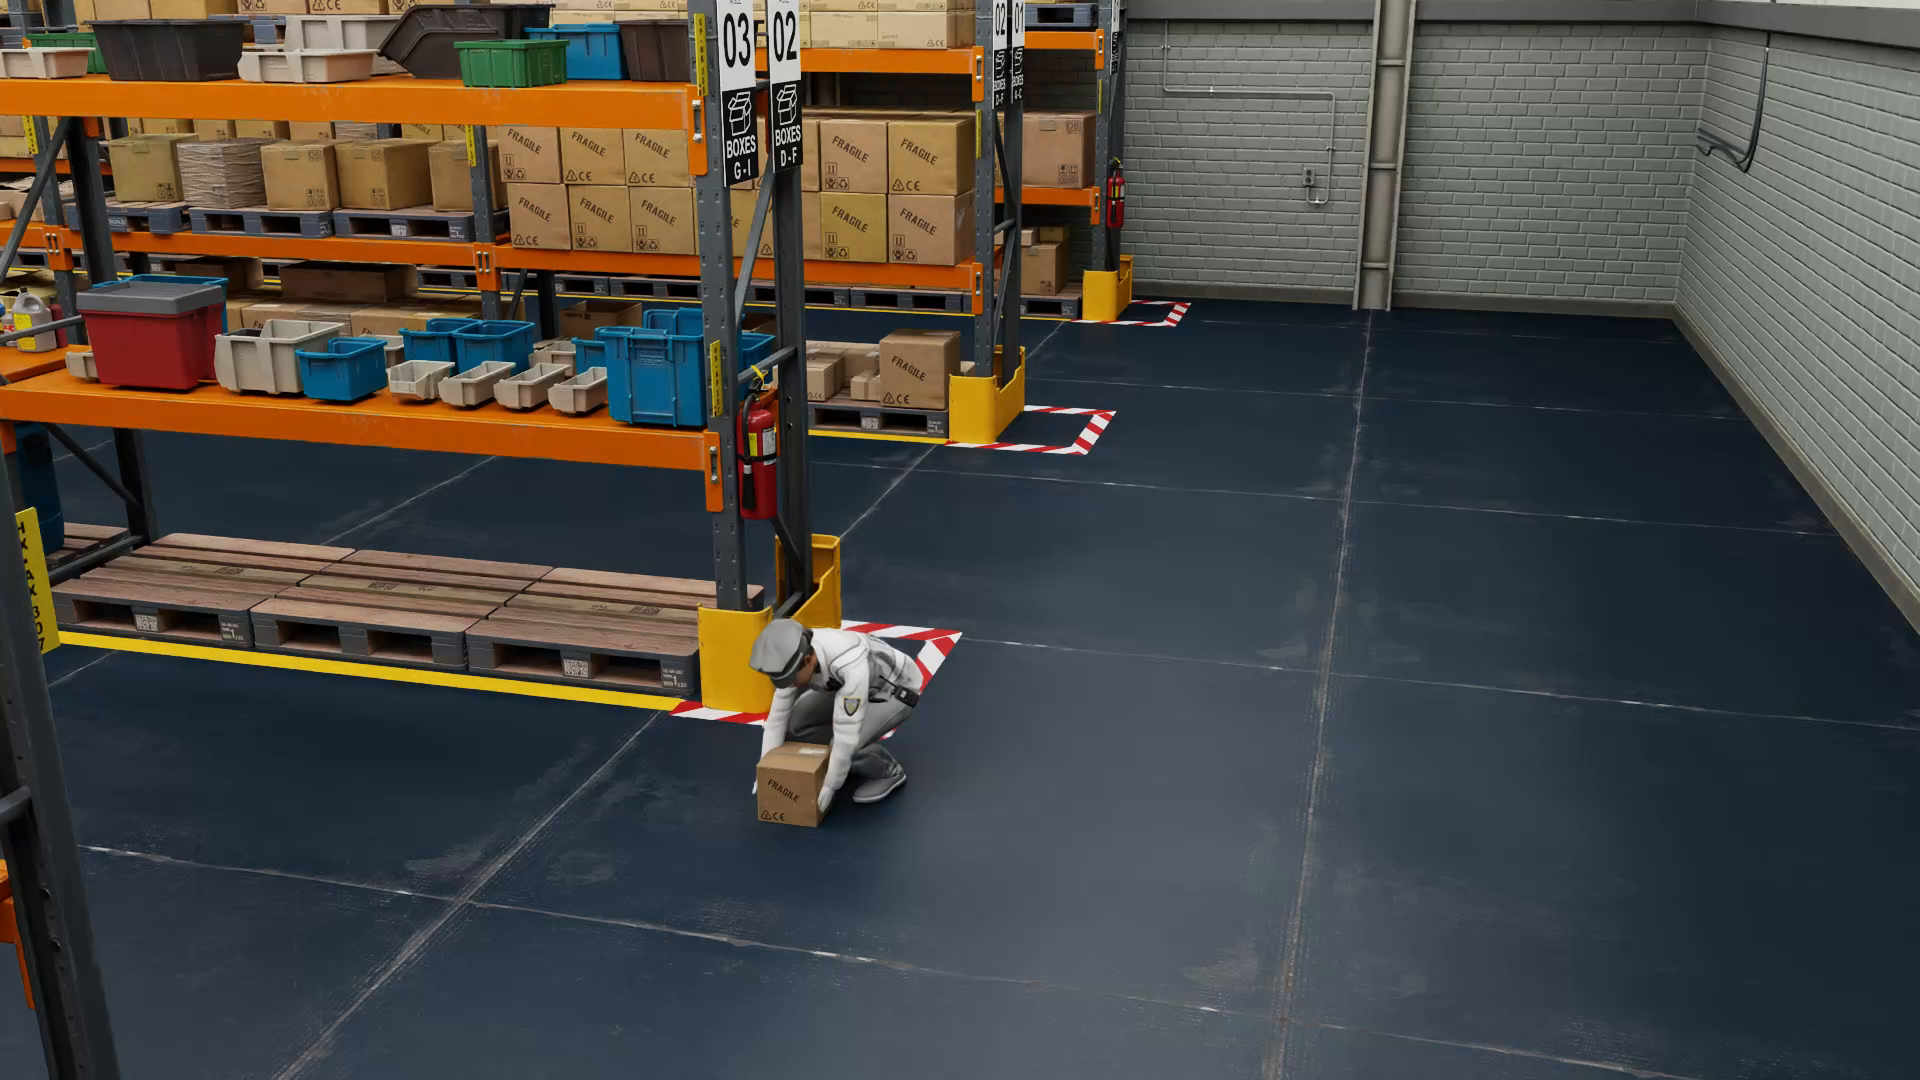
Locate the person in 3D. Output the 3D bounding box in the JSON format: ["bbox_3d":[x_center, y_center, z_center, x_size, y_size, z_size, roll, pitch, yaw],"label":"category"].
[{"bbox_3d":[-0.519,0.661,6.837,0.851,0.876,0.482,-17,25,-42],"label":"person"}]
